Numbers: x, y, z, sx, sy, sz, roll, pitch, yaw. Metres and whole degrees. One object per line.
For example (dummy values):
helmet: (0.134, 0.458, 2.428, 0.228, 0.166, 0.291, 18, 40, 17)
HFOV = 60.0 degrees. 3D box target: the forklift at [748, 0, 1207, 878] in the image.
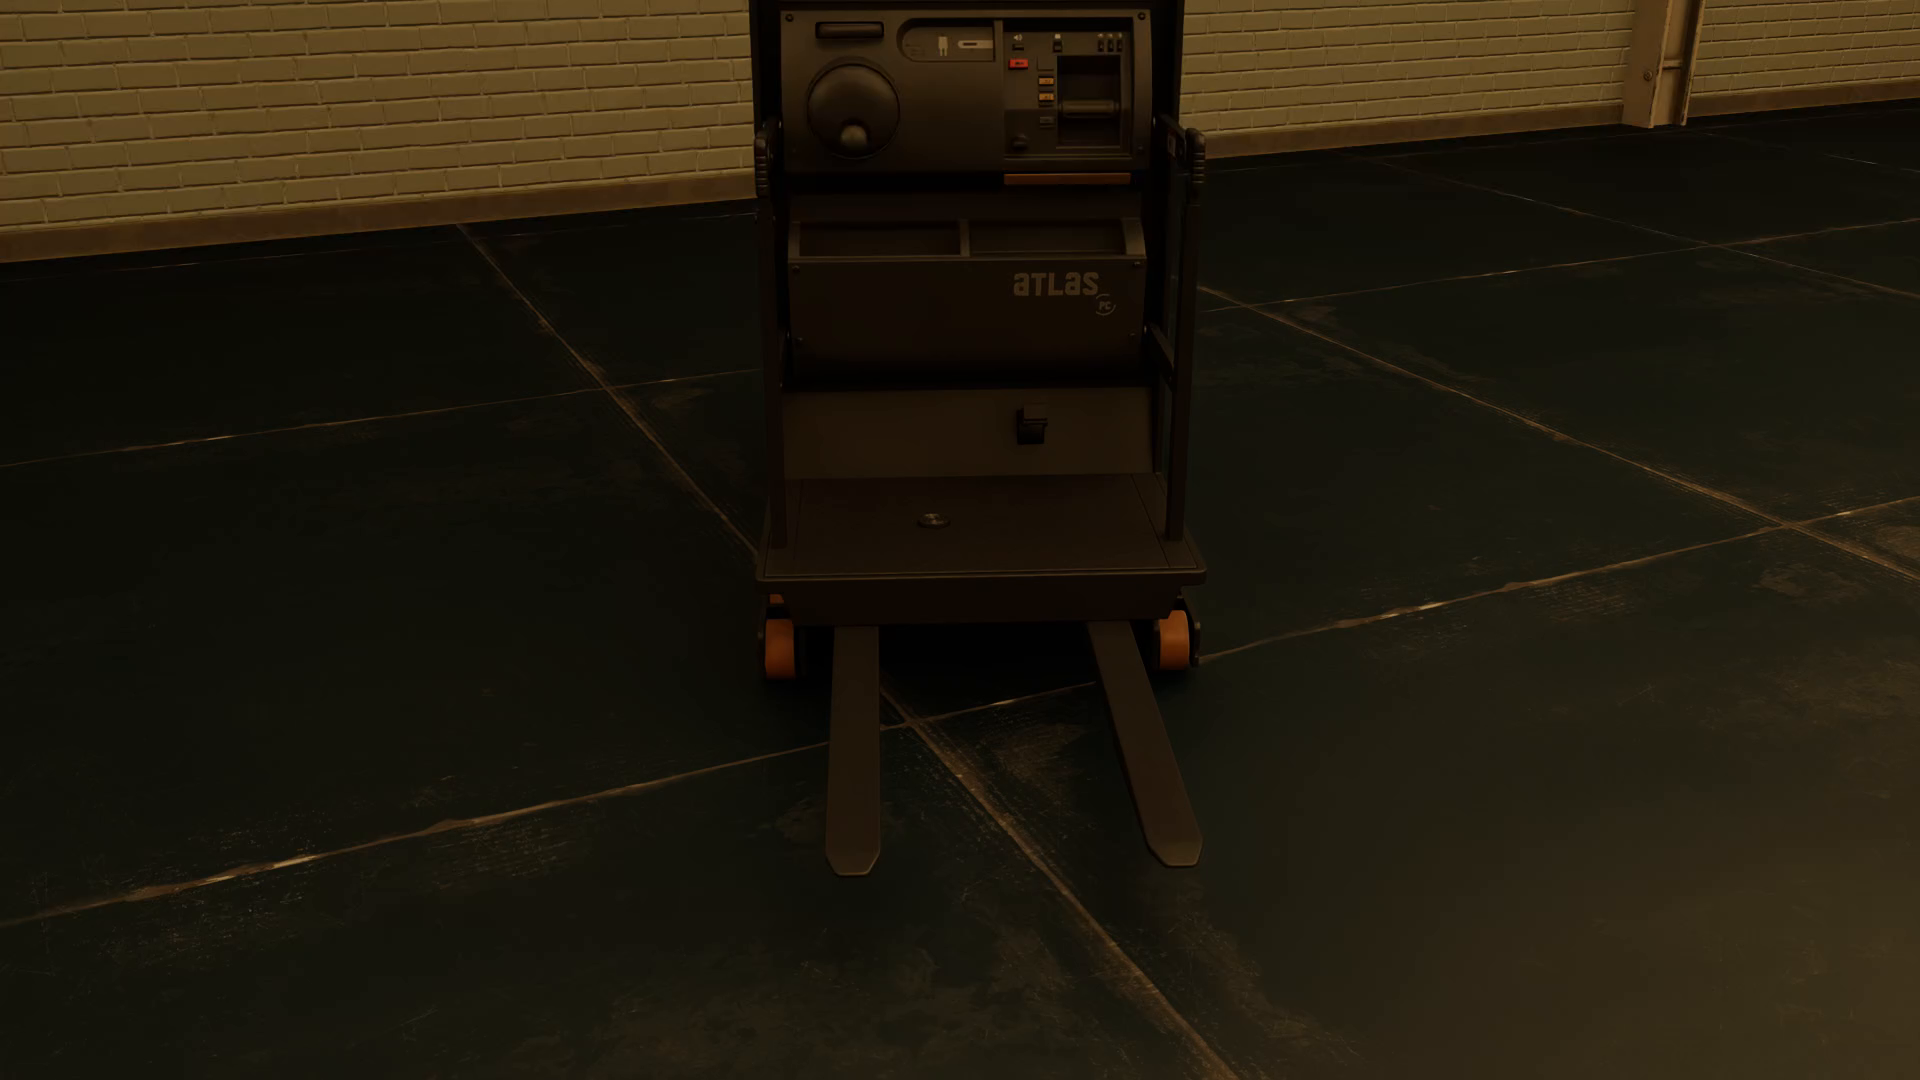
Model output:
forklift: (0.030, -1.120, 3.982, 1.130, 2.935, 3.031, -1, 23, -3)
